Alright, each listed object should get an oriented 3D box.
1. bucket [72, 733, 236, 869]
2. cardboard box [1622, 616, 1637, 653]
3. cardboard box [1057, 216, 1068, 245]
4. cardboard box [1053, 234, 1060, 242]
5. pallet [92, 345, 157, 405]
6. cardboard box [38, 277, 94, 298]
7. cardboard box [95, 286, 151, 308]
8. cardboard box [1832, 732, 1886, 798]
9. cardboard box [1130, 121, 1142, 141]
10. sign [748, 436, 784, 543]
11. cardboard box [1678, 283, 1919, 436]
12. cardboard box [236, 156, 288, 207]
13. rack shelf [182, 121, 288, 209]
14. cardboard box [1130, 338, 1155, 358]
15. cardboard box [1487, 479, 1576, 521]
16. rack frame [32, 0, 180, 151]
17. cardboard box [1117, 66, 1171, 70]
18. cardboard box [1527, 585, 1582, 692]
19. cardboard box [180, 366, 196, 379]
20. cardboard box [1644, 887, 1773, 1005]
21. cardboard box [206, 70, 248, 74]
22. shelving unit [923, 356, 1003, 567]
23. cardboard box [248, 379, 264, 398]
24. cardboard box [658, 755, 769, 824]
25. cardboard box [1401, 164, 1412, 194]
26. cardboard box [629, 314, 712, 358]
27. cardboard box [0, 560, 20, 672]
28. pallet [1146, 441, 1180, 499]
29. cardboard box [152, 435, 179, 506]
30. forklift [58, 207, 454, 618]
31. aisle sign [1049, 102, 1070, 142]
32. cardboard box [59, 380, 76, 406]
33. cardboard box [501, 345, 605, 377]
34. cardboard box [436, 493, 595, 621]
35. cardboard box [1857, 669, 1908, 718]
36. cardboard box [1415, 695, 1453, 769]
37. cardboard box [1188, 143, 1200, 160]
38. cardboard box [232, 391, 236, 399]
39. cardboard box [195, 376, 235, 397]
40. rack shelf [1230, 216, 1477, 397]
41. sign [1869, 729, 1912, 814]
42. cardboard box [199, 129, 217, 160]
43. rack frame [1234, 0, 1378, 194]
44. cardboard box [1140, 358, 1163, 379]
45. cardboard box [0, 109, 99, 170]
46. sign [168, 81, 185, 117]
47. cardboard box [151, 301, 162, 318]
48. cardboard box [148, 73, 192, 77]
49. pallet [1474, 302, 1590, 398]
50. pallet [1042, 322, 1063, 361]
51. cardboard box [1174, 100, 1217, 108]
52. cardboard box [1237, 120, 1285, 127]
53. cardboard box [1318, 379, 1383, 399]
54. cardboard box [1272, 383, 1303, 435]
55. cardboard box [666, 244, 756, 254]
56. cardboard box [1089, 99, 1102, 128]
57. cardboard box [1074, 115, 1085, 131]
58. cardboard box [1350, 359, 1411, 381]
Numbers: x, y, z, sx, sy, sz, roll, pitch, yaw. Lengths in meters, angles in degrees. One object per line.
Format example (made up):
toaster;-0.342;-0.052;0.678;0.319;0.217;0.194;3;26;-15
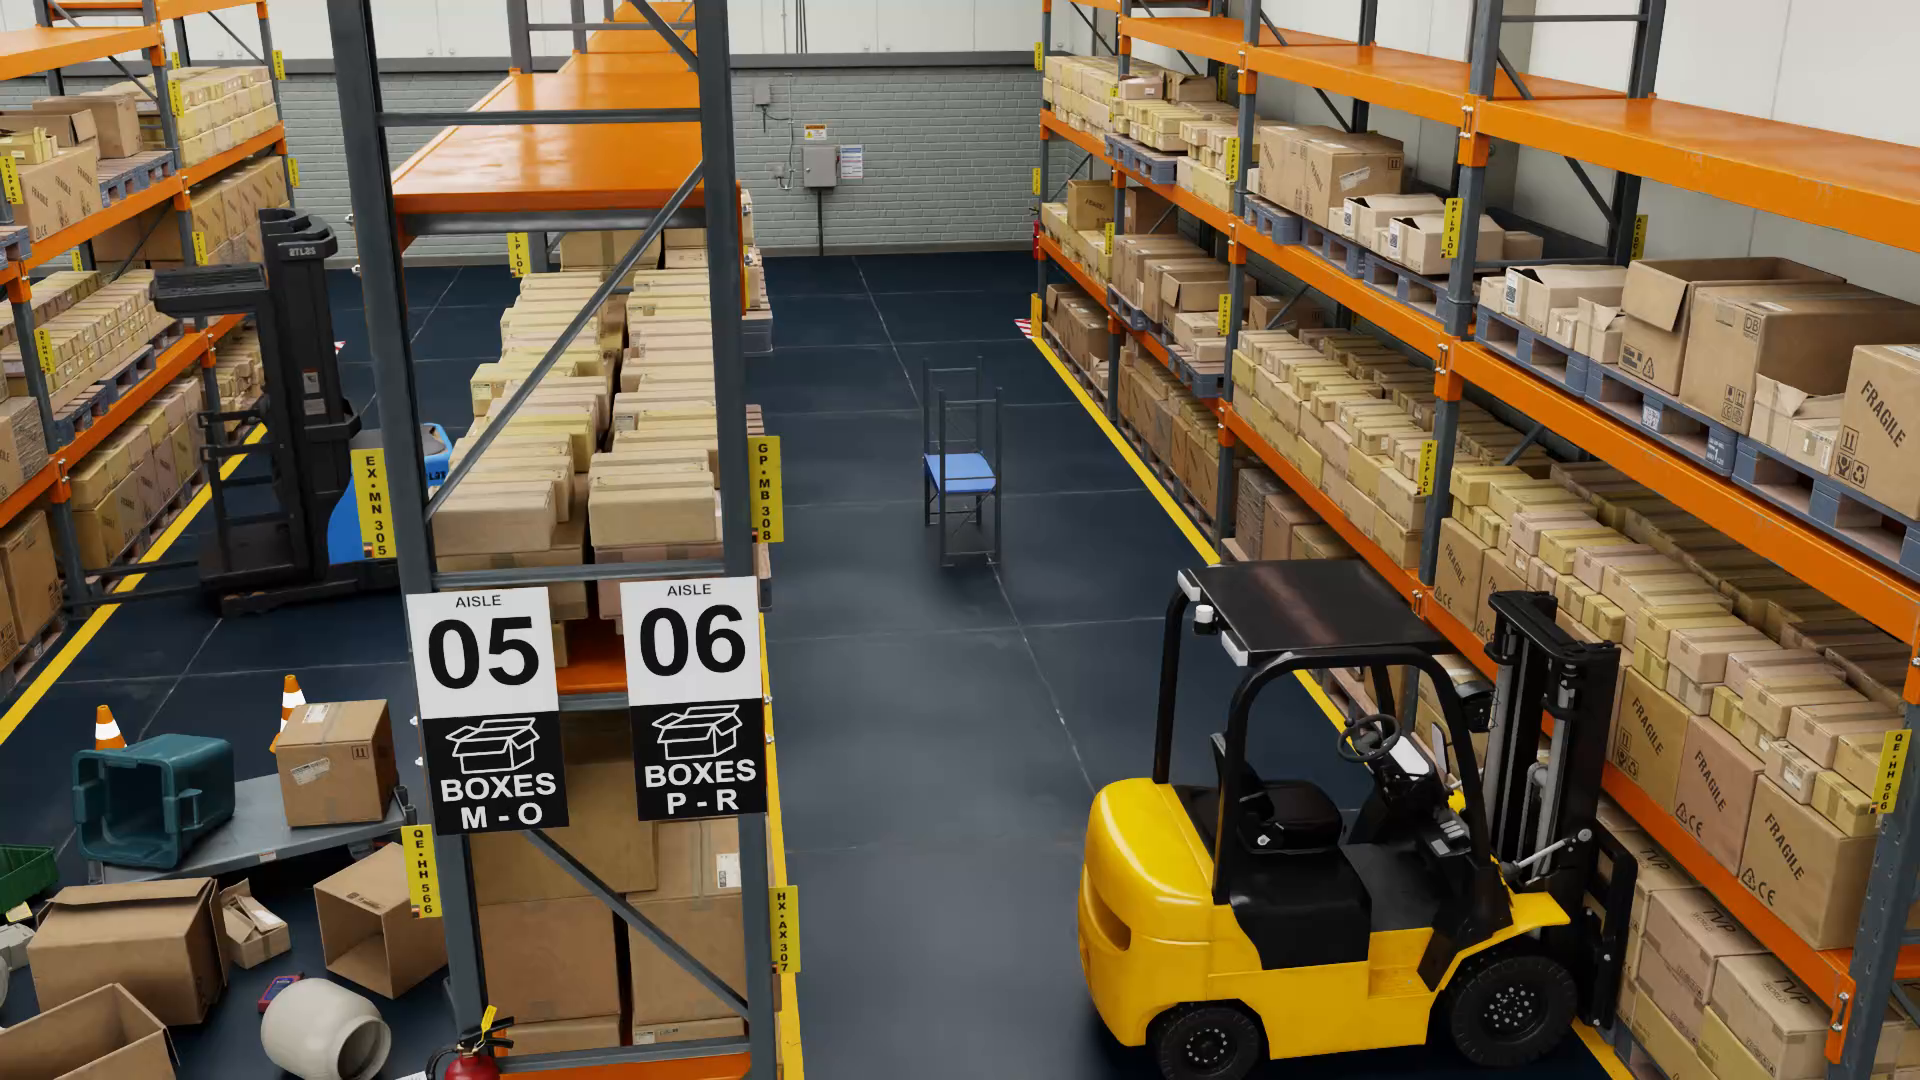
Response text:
bucket;-4.267;1.348;8.899;0.726;0.611;0.620;4;11;11
cardboard box;3.320;0.454;7.717;0.380;0.149;0.250;-3;21;-8
cardboard box;1.445;-3.643;19.547;0.500;0.250;0.500;-3;21;-9
cardboard box;1.355;-3.764;20.440;0.380;0.149;0.250;-2;21;-6
pallet;-7.471;-1.382;13.978;1.003;0.211;1.213;-3;21;-8
cardboard box;-8.074;-2.276;15.005;0.380;0.149;0.250;-2;21;-6
cardboard box;-7.358;-2.129;14.612;0.380;0.149;0.250;-3;21;-8
cardboard box;3.543;0.841;6.255;0.380;0.149;0.250;-3;21;-8
cardboard box;1.811;-3.852;15.644;0.380;0.149;0.250;-3;21;-7
sign;-0.571;-0.146;4.857;0.100;0.325;0.005;-3;21;-8
cardboard box;3.450;-0.751;6.842;0.700;0.500;0.500;-3;21;-7
cardboard box;-7.986;-4.067;18.896;0.500;0.500;0.500;-3;21;-9
rack shelf;-8.010;-3.934;17.278;1.077;0.370;4.000;-3;21;-8
cardboard box;1.947;-1.954;16.854;0.380;0.149;0.250;-4;21;-10
cardboard box;3.124;-0.220;9.096;0.380;0.149;0.250;-3;21;-7
rack frame;-7.722;-4.984;14.773;1.000;3.000;0.127;-3;21;-8
cardboard box;2.042;-5.131;18.529;0.500;0.250;0.500;-3;21;-8
cardboard box;3.198;0.535;8.429;0.500;0.500;0.500;-3;21;-8
cardboard box;-8.110;-1.690;17.151;0.380;0.149;0.250;-2;21;-6
cardboard box;3.349;1.748;7.225;0.500;0.250;0.500;-3;21;-7
cardboard box;-7.983;-5.035;18.127;0.380;0.149;0.250;-4;21;-9
shelving unit;0.012;-0.673;13.949;0.538;1.500;1.048;-3;21;-8
cardboard box;-7.683;-1.624;17.827;0.380;0.149;0.250;-3;21;-9
cardboard box;-0.980;1.153;6.348;0.500;0.500;0.500;-2;21;-6
cardboard box;3.008;-2.666;12.324;0.500;0.250;0.500;-3;21;-8
cardboard box;-1.257;-0.891;7.321;0.380;0.149;0.250;-3;21;-9
cardboard box;-7.017;0.586;11.049;1.050;0.750;0.750;-3;21;-7
pallet;2.407;-0.701;15.865;1.003;0.211;1.213;-3;21;-8
cardboard box;-7.222;-0.600;14.583;0.500;0.500;0.500;-3;21;-9
forklift;-5.508;-0.991;12.754;3.031;2.935;1.130;-9;22;-22
aisle sign;1.197;-5.322;20.536;0.394;0.787;0.004;-3;21;-8
cardboard box;-7.048;-1.126;12.776;0.380;0.149;0.250;-2;21;-5
cardboard box;-1.656;-0.690;6.783;0.380;0.149;0.250;-3;21;-7
cardboard box;-1.448;0.059;5.349;0.500;0.250;0.500;-3;21;-8
cardboard box;3.910;0.645;6.782;0.380;0.149;0.250;-3;21;-7
cardboard box;2.991;1.100;9.673;0.500;0.250;0.500;-3;21;-8
cardboard box;2.201;-3.404;14.475;0.380;0.149;0.250;-2;21;-6
cardboard box;-7.653;-1.482;17.019;0.380;0.149;0.250;-3;21;-8
cardboard box;-7.547;-1.542;16.755;0.380;0.149;0.250;-2;21;-5
rack shelf;2.938;-1.701;11.298;1.077;0.370;4.000;-3;21;-8
sign;3.264;0.814;5.830;0.100;0.325;0.005;-3;21;-8
cardboard box;-7.608;-3.855;16.252;0.500;0.250;0.500;-3;21;-9
rack frame;2.650;-4.135;12.501;1.000;3.000;0.127;-3;21;-8
cardboard box;2.027;-1.722;16.658;0.380;0.149;0.250;-4;21;-11
cardboard box;-7.629;-3.283;13.757;0.797;0.503;0.637;-3;21;-8
sign;-7.173;-4.035;15.217;0.100;0.325;0.005;-3;21;-8
cardboard box;-7.397;-2.087;14.925;0.380;0.149;0.250;-2;21;-5
cardboard box;-8.457;-4.920;17.819;0.380;0.149;0.250;-3;21;-7
pallet;3.375;-1.010;8.546;1.003;0.211;1.213;-3;21;-8
pallet;1.624;-2.486;20.646;1.003;0.211;1.213;-3;21;-8
cardboard box;2.291;-4.195;16.138;0.380;0.149;0.250;-3;21;-7
cardboard box;2.628;-3.563;14.476;0.380;0.149;0.250;-3;21;-8
cardboard box;2.734;-1.019;11.662;0.380;0.149;0.250;-3;21;-8
cardboard box;2.601;-0.967;12.093;0.500;0.250;0.500;-3;21;-9
cardboard box;-1.446;-1.618;9.663;0.500;0.250;0.500;-3;21;-8
cardboard box;1.671;-4.518;17.602;0.500;0.250;0.500;-4;21;-10
cardboard box;1.478;-4.639;18.495;0.380;0.149;0.250;-2;21;-7
cardboard box;3.088;-1.220;12.199;0.380;0.149;0.250;-3;21;-8
